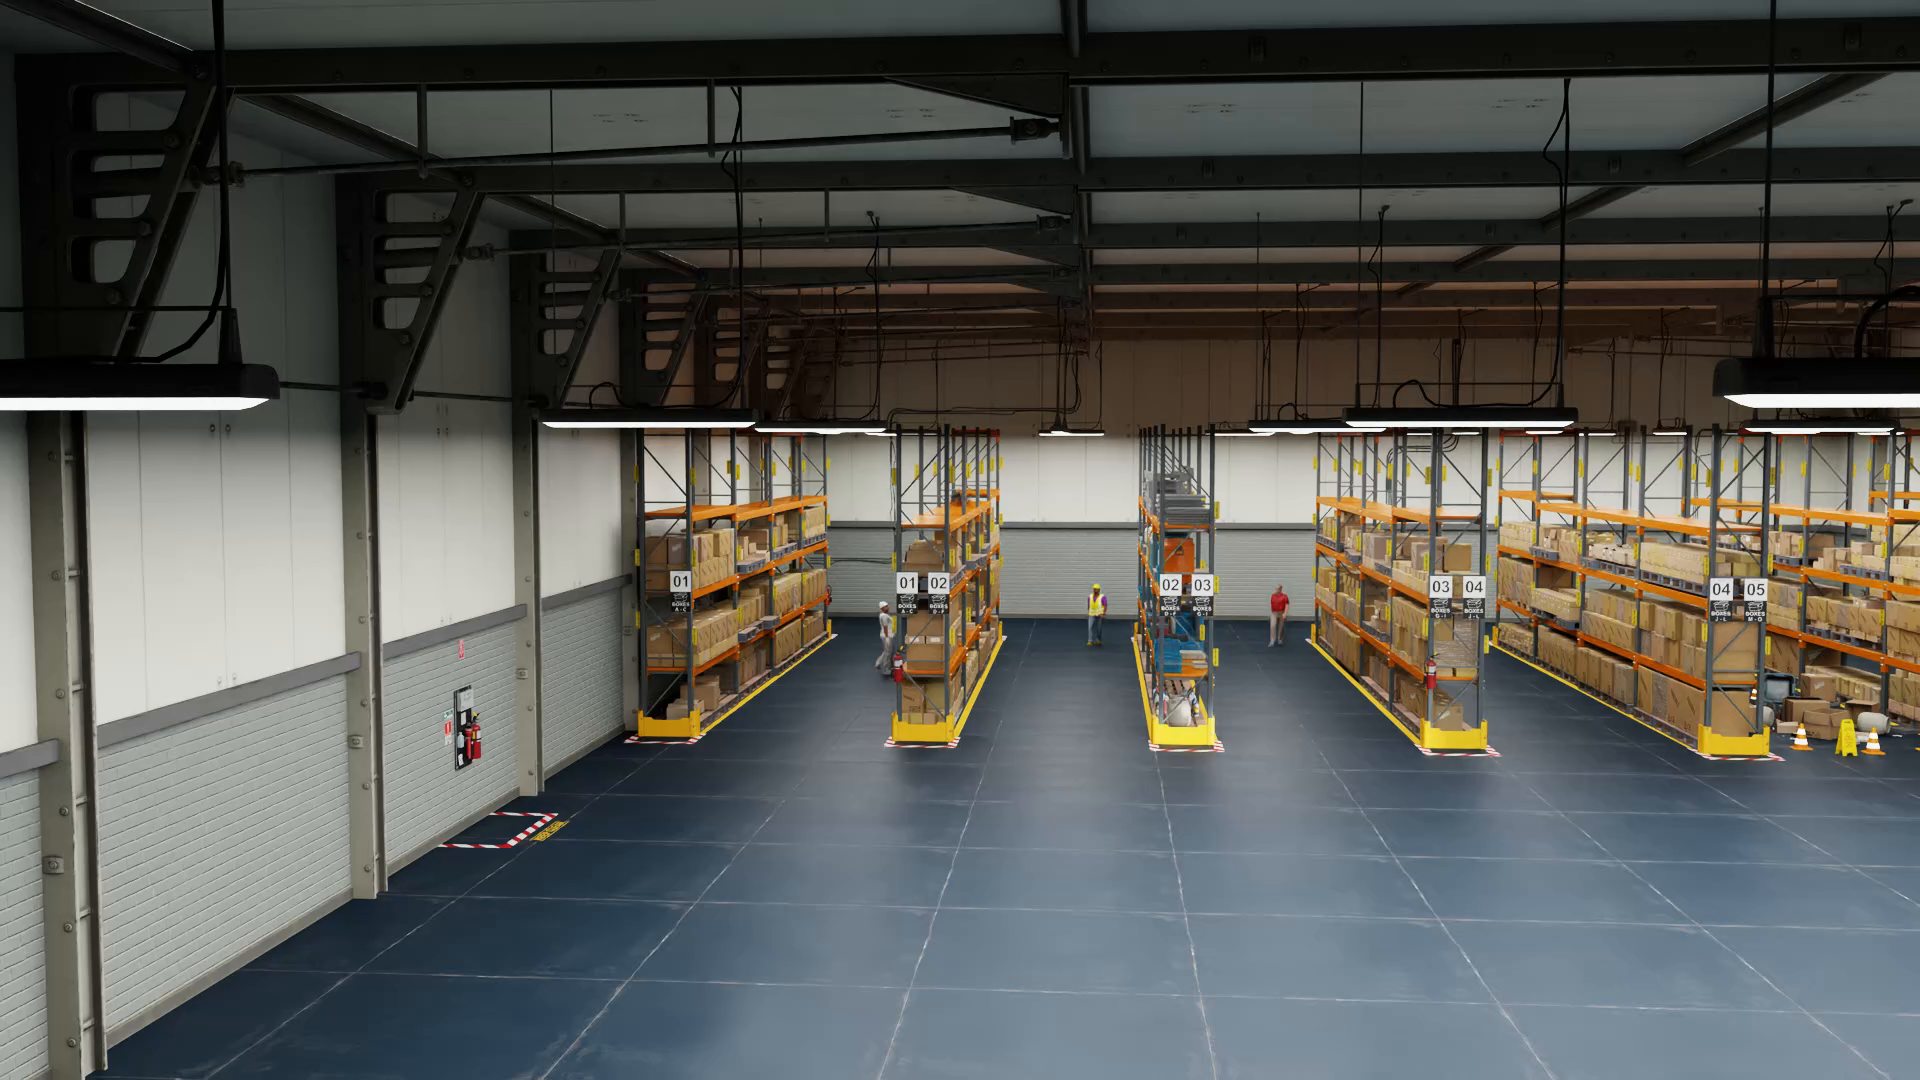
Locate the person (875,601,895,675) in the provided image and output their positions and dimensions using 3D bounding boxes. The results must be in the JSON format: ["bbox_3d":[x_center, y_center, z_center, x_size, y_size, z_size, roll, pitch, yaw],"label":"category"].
[{"bbox_3d":[-1.799,2.377,40.357,0.528,1.771,0.598,-1,4,-12],"label":"person"}]

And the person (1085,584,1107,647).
[{"bbox_3d":[3.742,2.060,45.600,0.580,1.693,1.093,1,4,14],"label":"person"}]

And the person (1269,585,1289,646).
[{"bbox_3d":[8.800,2.073,45.809,0.521,1.664,1.074,1,4,13],"label":"person"}]
